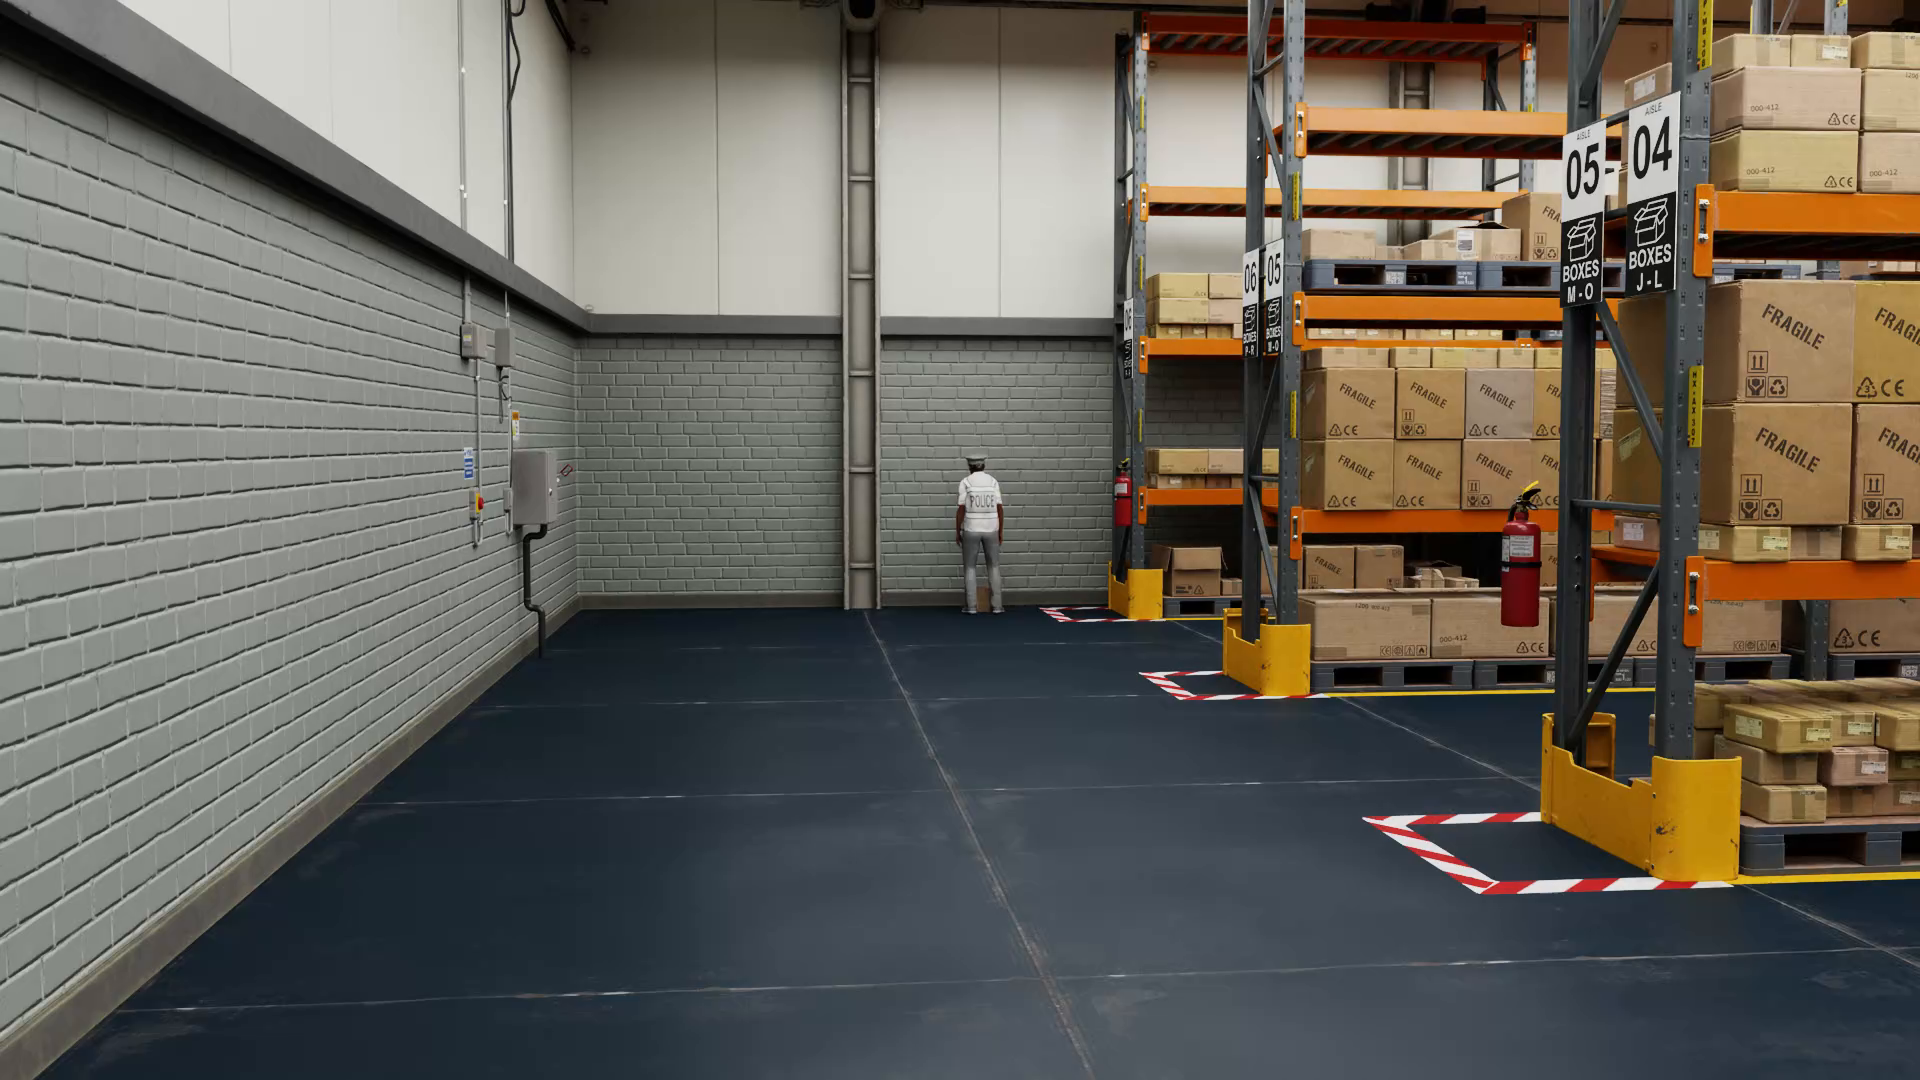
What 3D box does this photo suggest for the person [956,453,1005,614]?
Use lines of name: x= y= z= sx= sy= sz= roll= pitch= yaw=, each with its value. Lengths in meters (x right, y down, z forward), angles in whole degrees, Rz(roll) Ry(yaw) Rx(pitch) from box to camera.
person: x=0.215 y=-0.068 z=17.150 sx=0.531 sy=1.661 sz=0.397 roll=-1 pitch=4 yaw=-10
